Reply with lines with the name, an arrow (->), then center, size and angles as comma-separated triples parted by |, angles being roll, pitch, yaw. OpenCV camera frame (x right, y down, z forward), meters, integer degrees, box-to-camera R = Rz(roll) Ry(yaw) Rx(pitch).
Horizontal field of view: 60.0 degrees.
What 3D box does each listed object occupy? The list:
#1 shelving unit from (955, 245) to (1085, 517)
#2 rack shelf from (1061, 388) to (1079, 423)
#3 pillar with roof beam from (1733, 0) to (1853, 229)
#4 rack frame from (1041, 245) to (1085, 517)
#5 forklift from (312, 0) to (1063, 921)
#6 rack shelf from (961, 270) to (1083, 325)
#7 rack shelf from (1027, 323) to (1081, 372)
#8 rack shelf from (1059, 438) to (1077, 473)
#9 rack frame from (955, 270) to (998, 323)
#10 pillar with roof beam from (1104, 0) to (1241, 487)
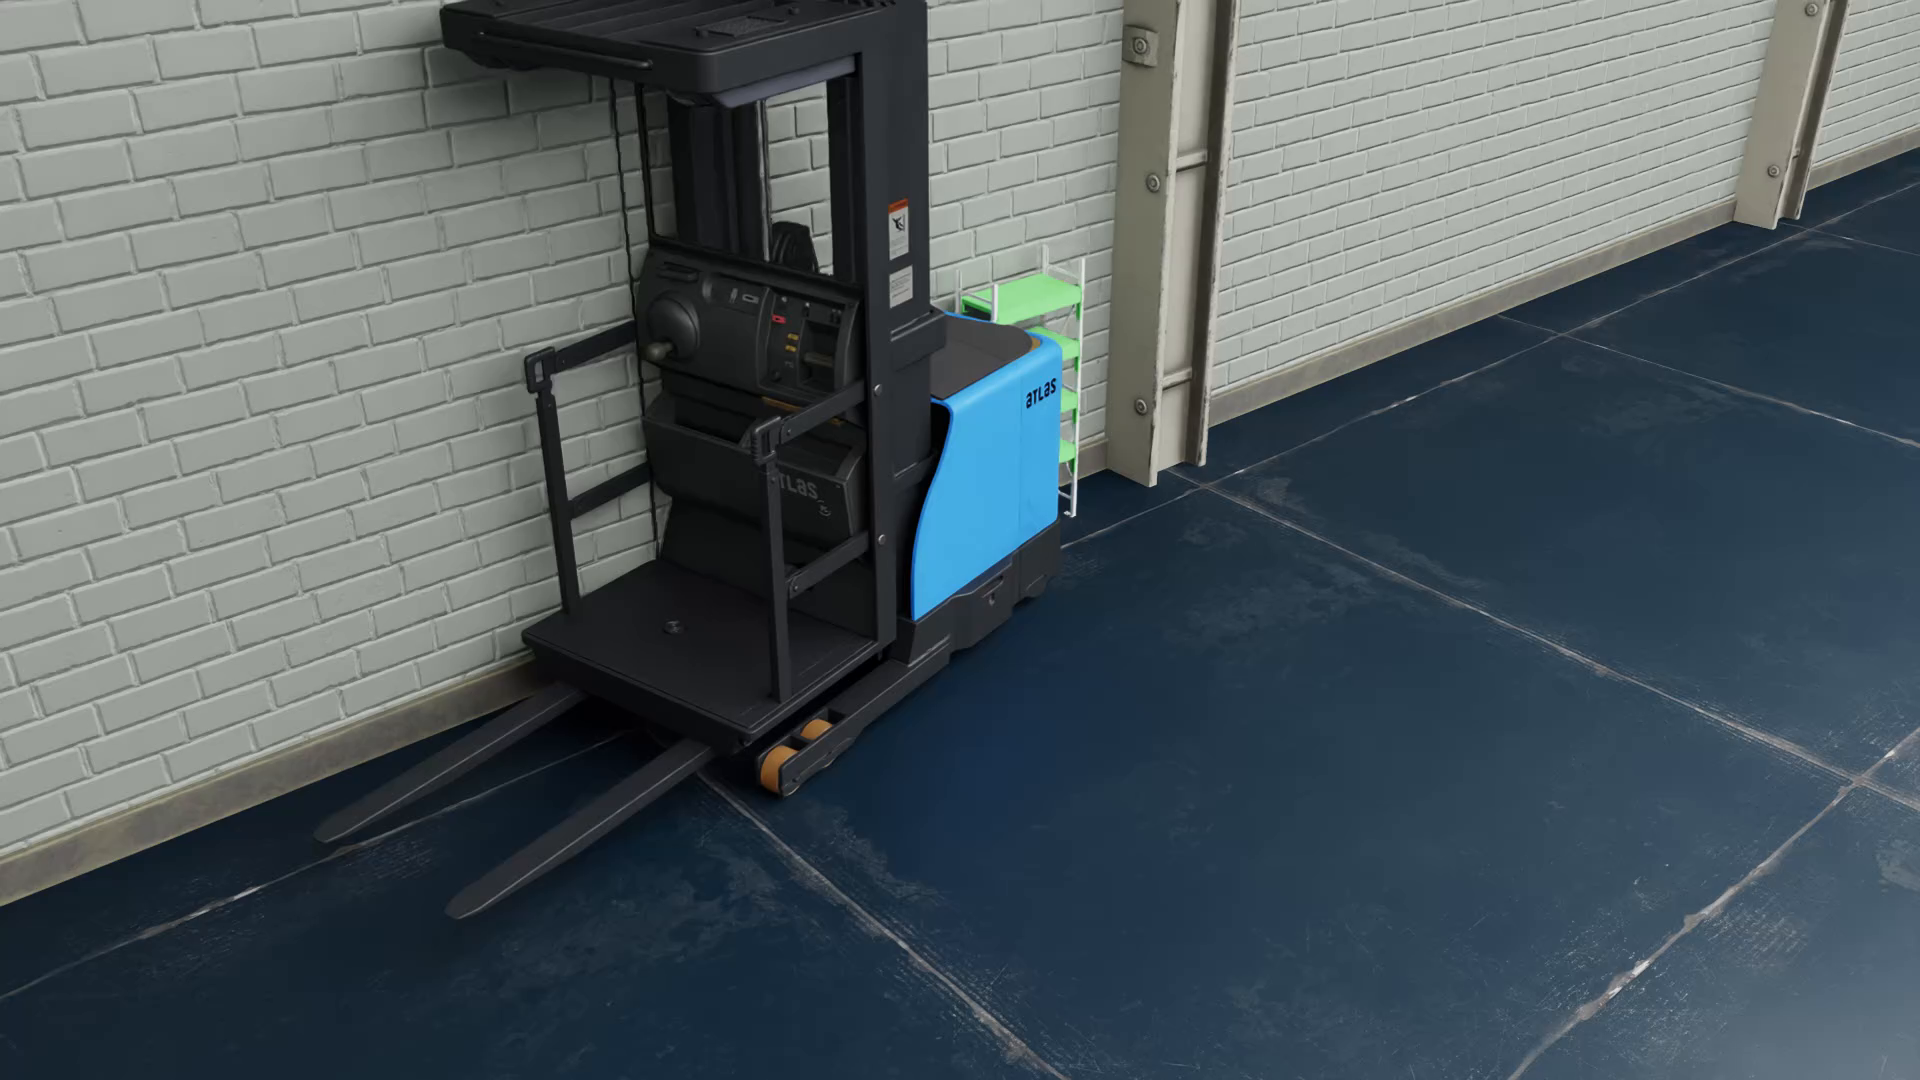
shelving unit -> 0.249, -0.600, 7.099 | 0.503, 1.200, 0.258 | -22, 35, -35
rack shelf -> 0.249, -0.543, 7.129 | 0.480, 0.148, 0.258 | -22, 35, -35
pillar with roof beam -> 8.285, -4.620, 6.348 | 0.400, 9.000, 9.100 | -22, 35, -35
rack frame -> 0.434, -0.675, 7.240 | 0.015, 1.200, 0.240 | -22, 35, -35
forklift -> -0.843, -0.686, 5.423 | 1.130, 2.935, 3.031 | 18, 33, 30
rack shelf -> 0.249, -0.967, 6.903 | 0.480, 0.148, 0.258 | -22, 35, -35
rack shelf -> 0.249, -0.755, 7.016 | 0.480, 0.148, 0.258 | -22, 35, -35
rack shelf -> 0.249, -0.332, 7.242 | 0.480, 0.148, 0.258 | -22, 35, -35
rack frame -> 0.065, -0.524, 6.958 | 0.015, 1.200, 0.240 | -22, 35, -35
pillar with roof beam -> 3.721, -2.785, 2.913 | 0.400, 9.000, 9.100 | -22, 35, -35
